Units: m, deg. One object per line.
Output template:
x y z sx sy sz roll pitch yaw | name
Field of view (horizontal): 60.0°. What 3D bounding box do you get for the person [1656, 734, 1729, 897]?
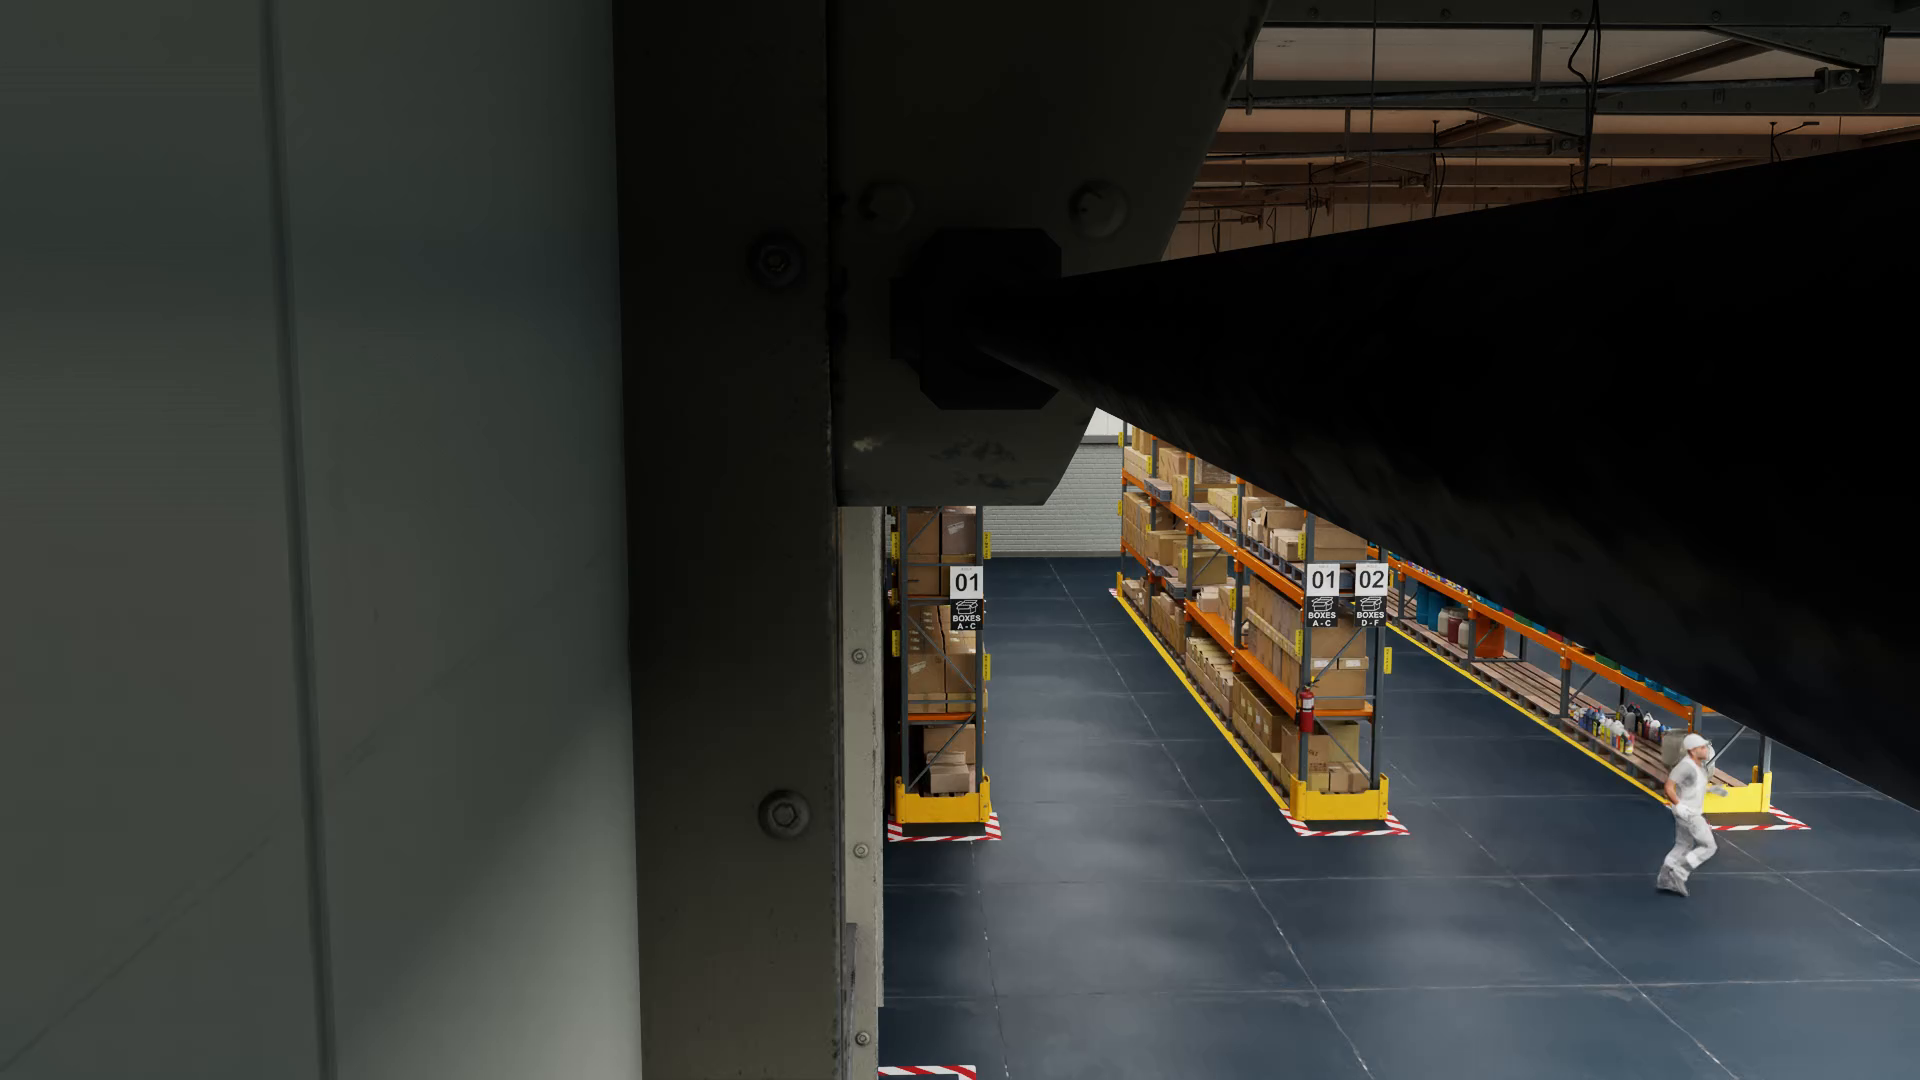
7.903 2.951 17.901 0.659 1.762 0.625 4 9 25 | person
